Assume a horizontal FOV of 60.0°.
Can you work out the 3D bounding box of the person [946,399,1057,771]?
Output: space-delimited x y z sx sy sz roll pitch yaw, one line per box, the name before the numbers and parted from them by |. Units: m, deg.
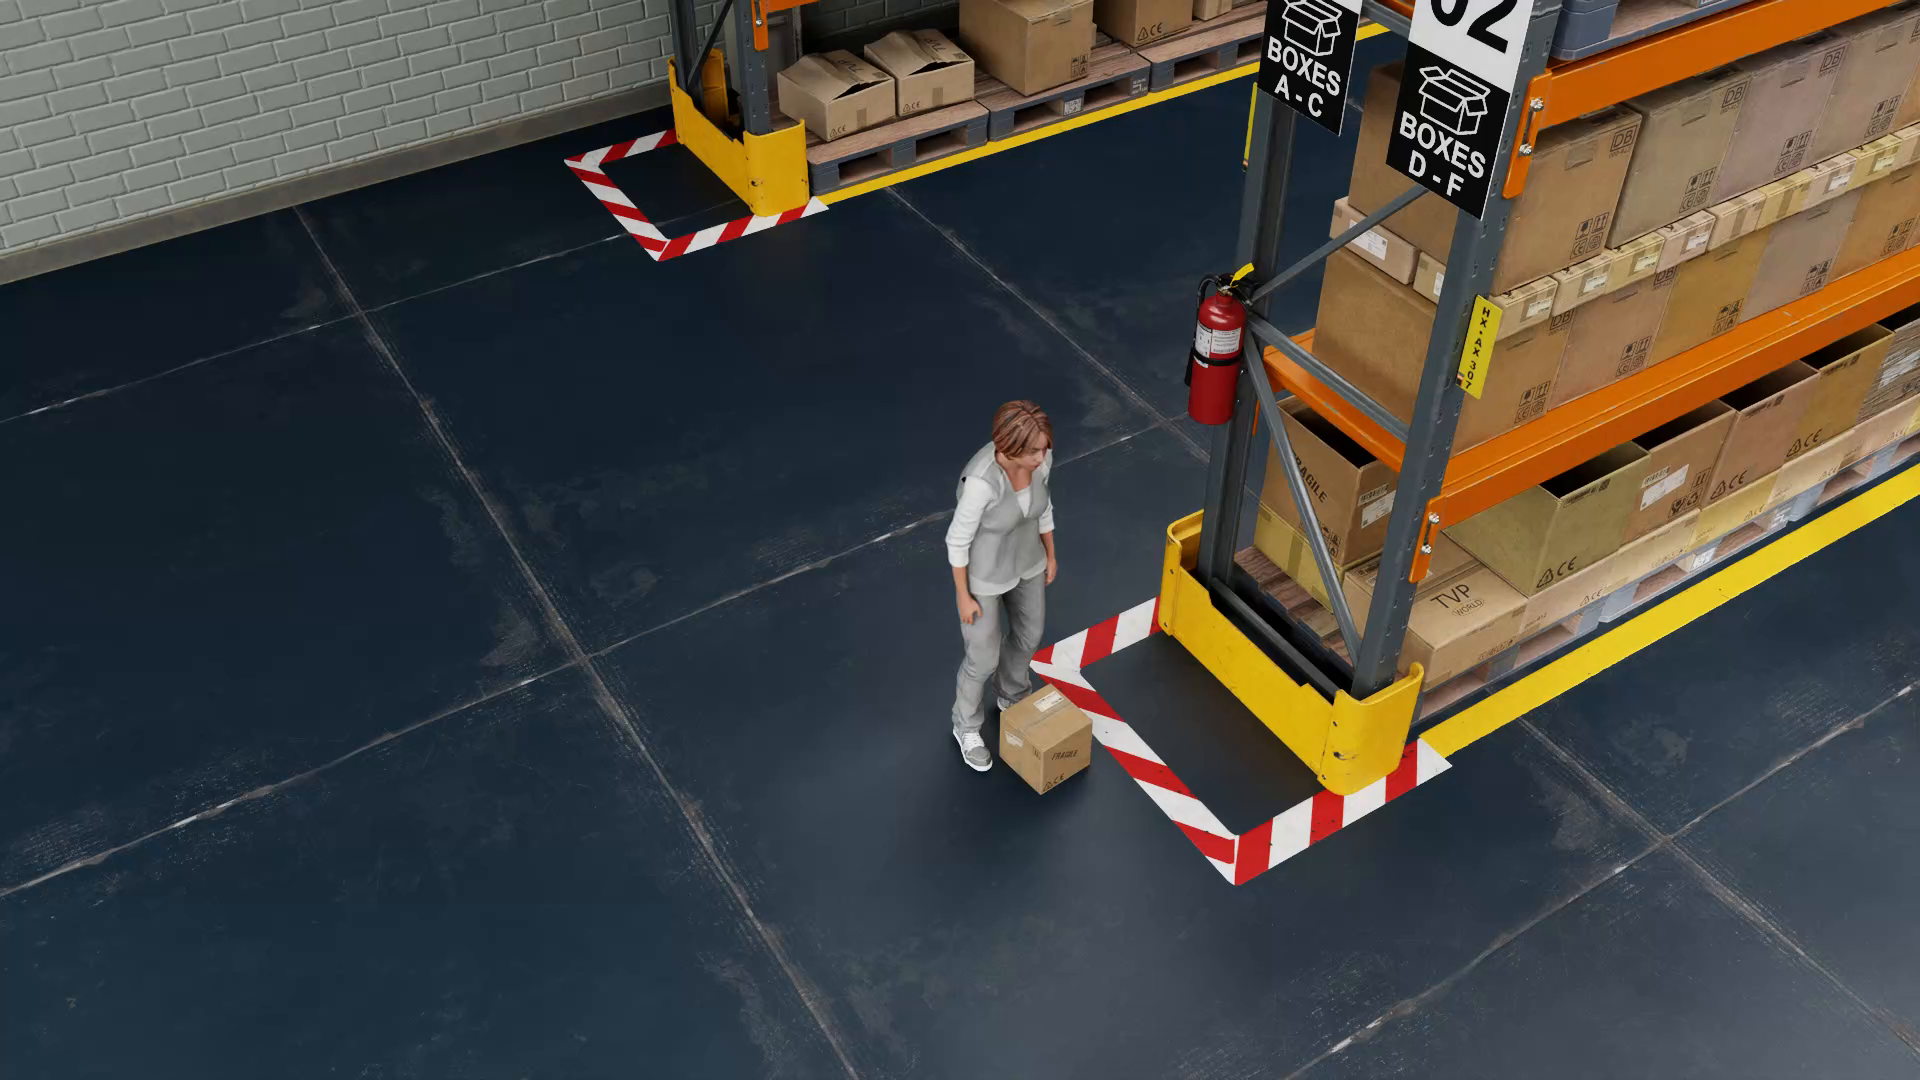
person | 0.157 0.131 6.019 0.464 1.591 0.343 -28 48 -28
